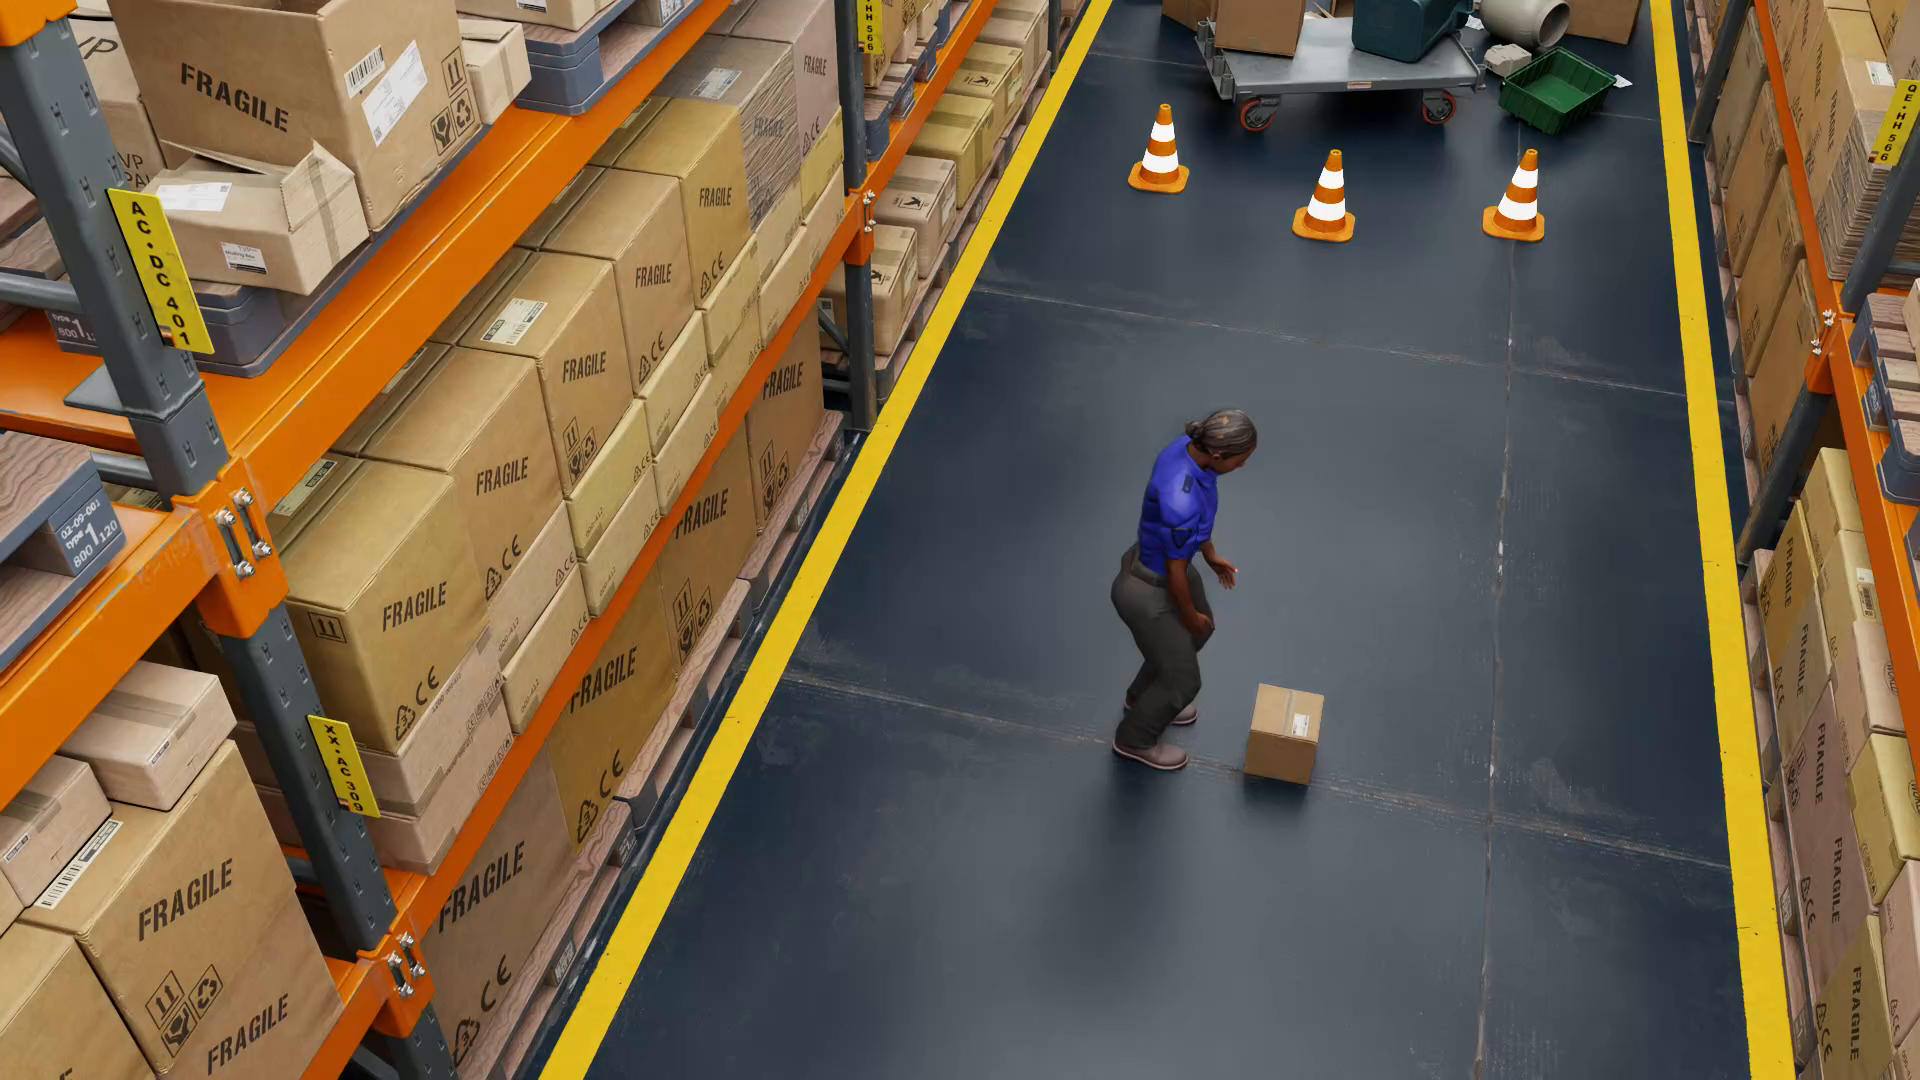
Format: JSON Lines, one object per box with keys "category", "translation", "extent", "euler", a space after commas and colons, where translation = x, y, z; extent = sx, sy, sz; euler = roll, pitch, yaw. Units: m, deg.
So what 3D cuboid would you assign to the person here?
{"category": "person", "translation": [0.786, 0.155, 6.060], "extent": [0.430, 1.575, 0.469], "euler": [11, 42, 12]}
